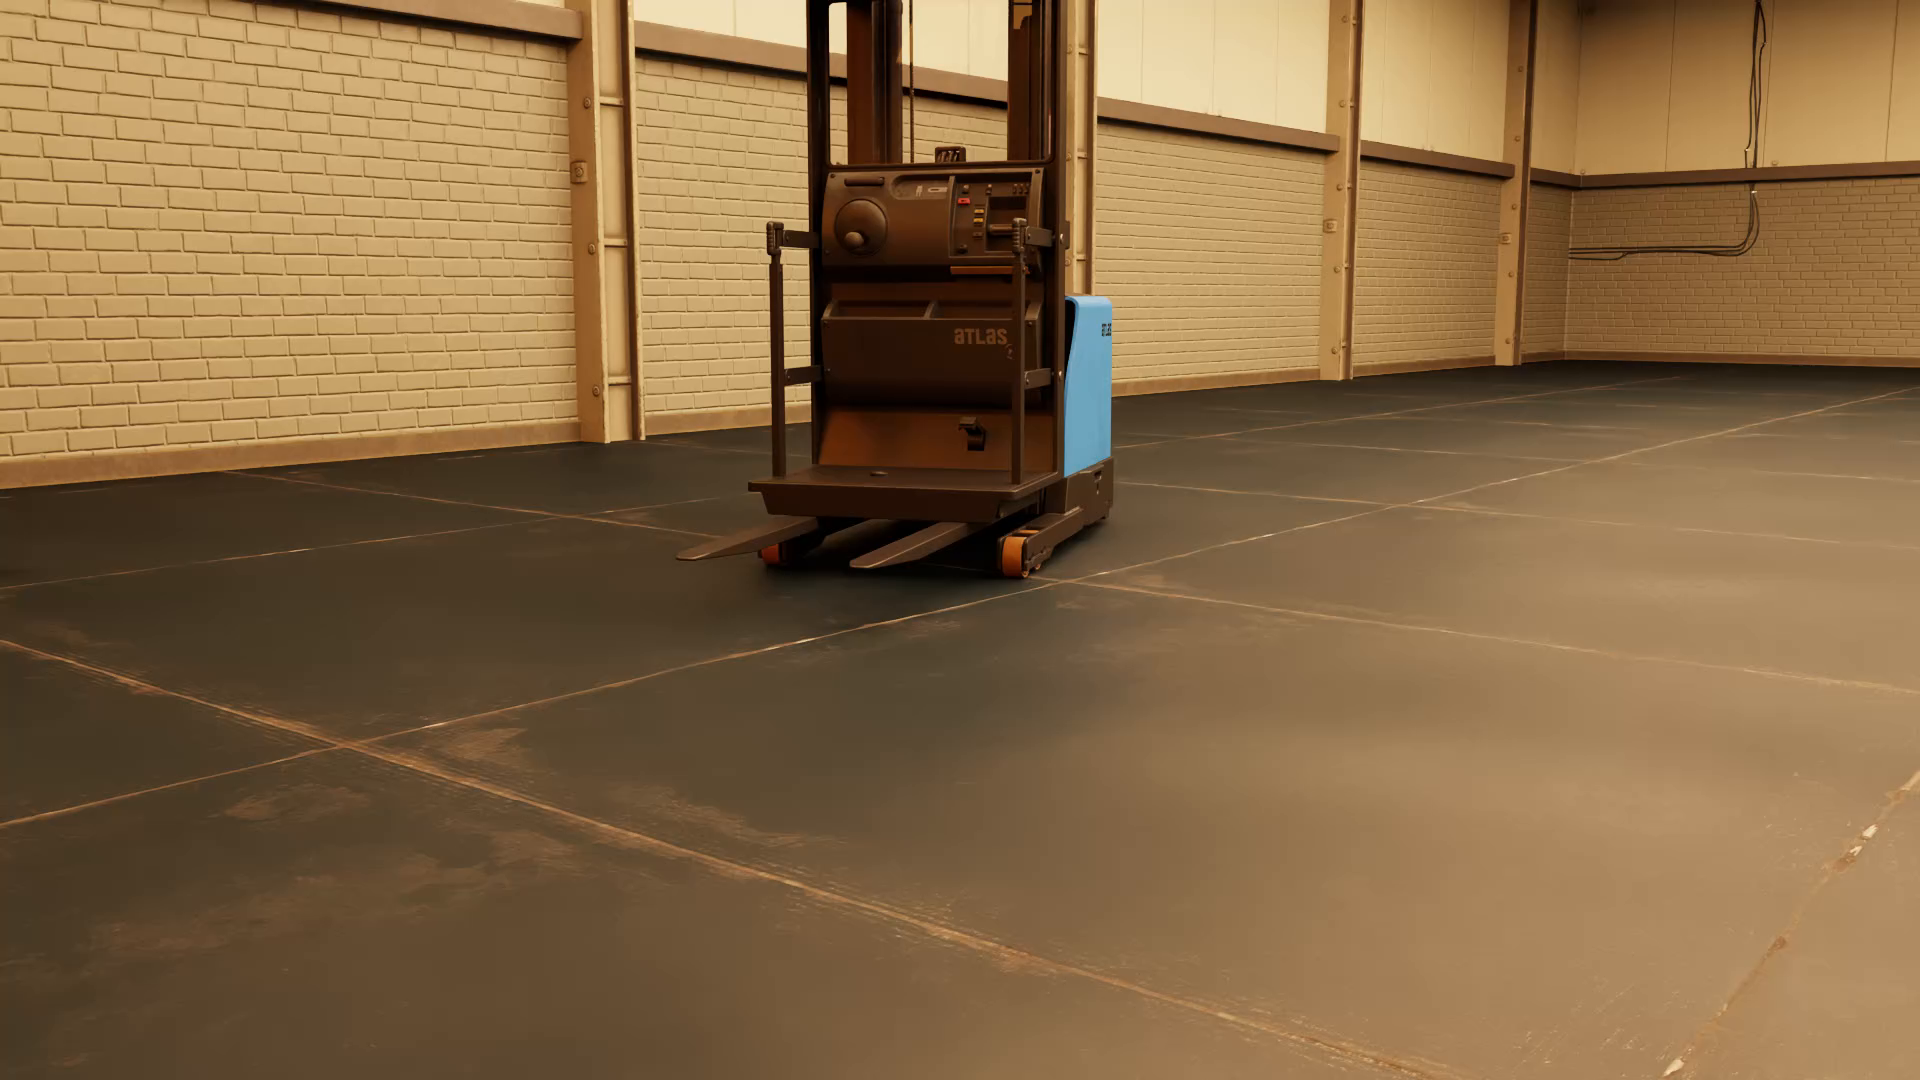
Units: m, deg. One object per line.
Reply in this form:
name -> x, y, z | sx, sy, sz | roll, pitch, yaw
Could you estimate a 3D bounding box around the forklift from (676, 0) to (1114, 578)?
forklift -> -0.176, -1.366, 6.616 | 1.130, 2.935, 3.031 | 3, 9, 17
